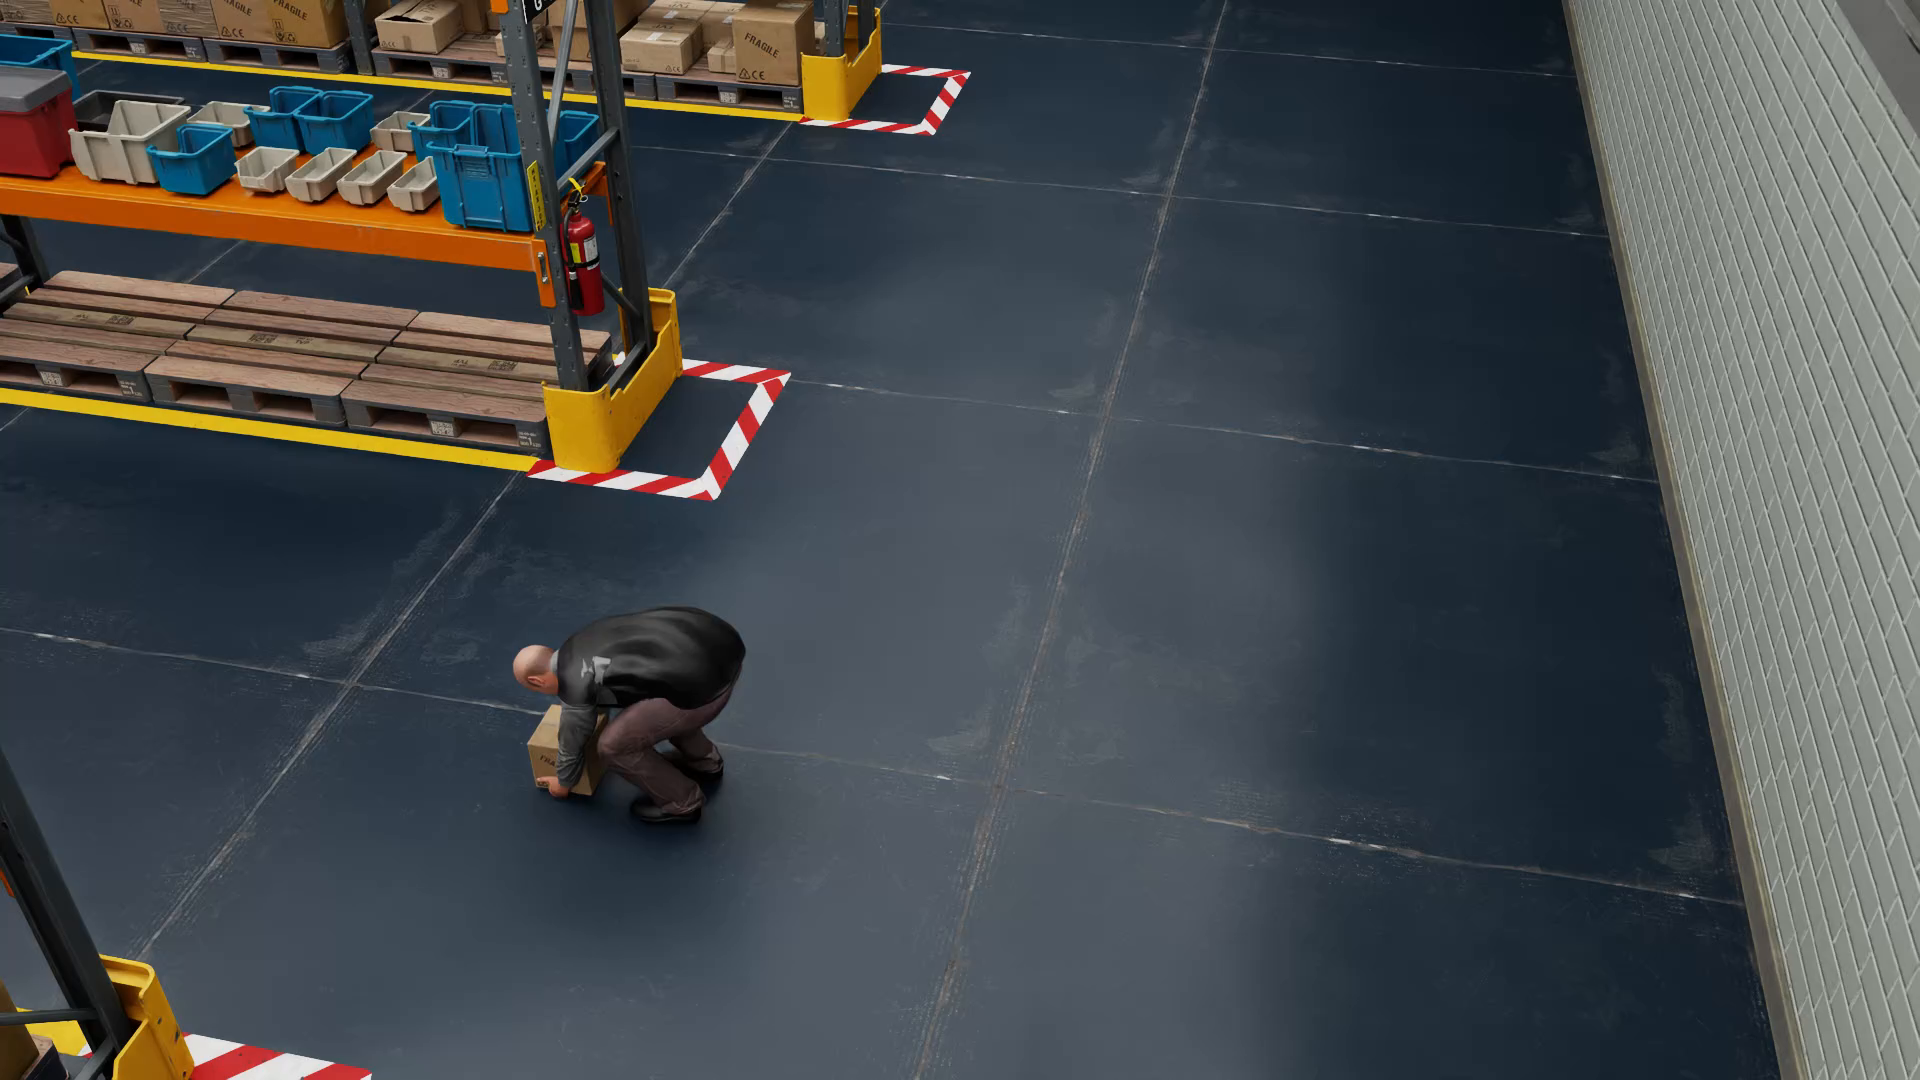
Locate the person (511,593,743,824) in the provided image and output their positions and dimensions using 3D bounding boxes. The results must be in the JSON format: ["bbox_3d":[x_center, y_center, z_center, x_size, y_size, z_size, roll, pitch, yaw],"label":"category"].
[{"bbox_3d":[-1.340,0.653,6.729,0.944,0.973,0.510,6,37,8],"label":"person"}]
